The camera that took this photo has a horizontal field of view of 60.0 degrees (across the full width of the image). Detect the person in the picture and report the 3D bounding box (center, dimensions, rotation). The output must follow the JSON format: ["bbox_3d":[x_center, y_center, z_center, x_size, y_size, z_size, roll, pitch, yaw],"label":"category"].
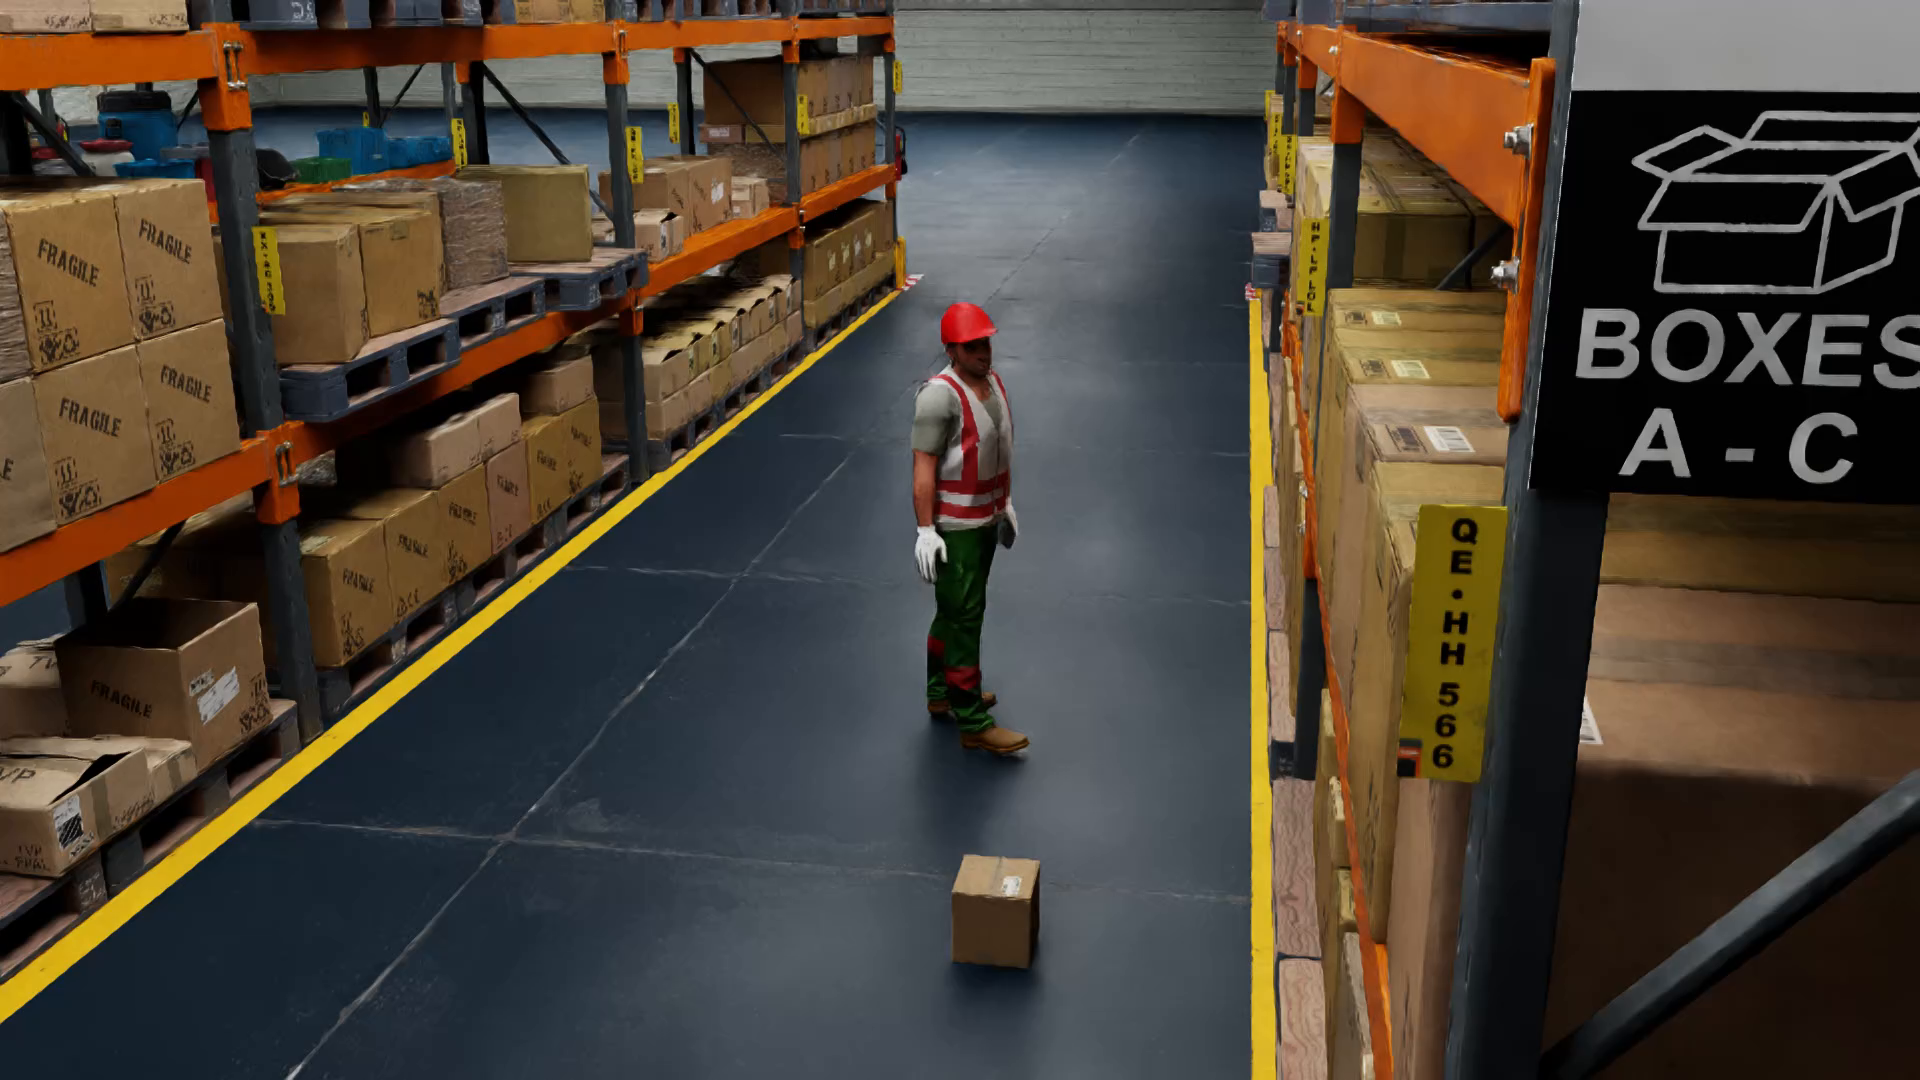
[{"bbox_3d":[0.060,-0.050,6.592,0.586,1.787,0.682,9,20,26],"label":"person"}]
